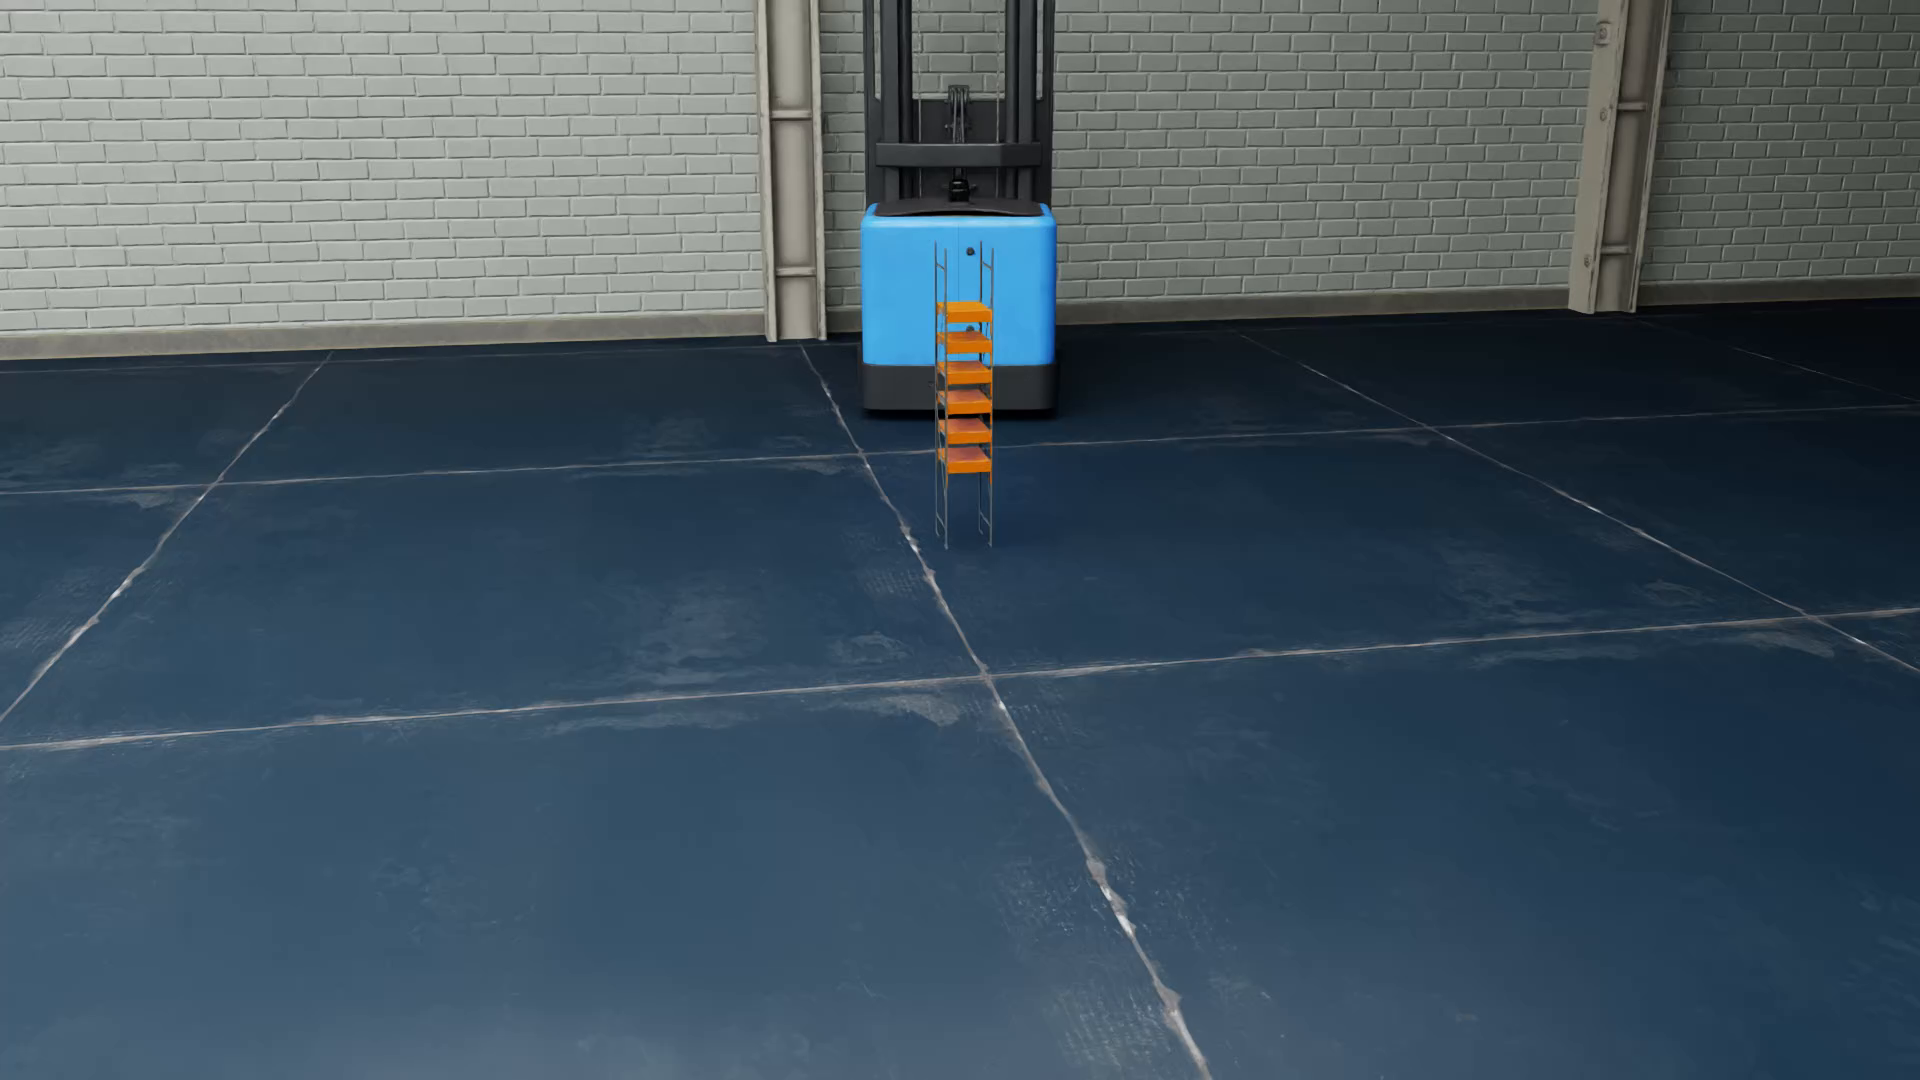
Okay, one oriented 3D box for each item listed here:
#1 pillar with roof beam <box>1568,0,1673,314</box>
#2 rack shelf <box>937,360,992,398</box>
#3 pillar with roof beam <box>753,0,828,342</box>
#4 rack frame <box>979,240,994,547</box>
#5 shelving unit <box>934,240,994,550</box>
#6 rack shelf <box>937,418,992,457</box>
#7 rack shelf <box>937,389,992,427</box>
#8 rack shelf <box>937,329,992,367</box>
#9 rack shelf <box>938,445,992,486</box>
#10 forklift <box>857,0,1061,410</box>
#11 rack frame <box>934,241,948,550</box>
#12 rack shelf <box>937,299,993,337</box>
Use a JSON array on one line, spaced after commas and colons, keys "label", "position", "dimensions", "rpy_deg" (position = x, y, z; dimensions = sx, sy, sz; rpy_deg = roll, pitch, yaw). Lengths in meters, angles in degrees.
[{"label": "pillar with roof beam", "position": [5.592, -4.775, 7.033], "dimensions": [0.400, 9.000, 9.100], "rpy_deg": [-3, 17, -10]}, {"label": "rack shelf", "position": [0.014, -0.647, 6.616], "dimensions": [0.180, 0.103, 0.258], "rpy_deg": [-3, 17, -10]}, {"label": "pillar with roof beam", "position": [-0.299, -4.441, 5.945], "dimensions": [0.400, 9.000, 9.100], "rpy_deg": [-3, 17, -10]}, {"label": "rack frame", "position": [0.104, -0.579, 6.655], "dimensions": [0.006, 1.200, 0.240], "rpy_deg": [-3, 17, -10]}, {"label": "shelving unit", "position": [0.014, -0.574, 6.638], "dimensions": [0.189, 1.200, 0.258], "rpy_deg": [-3, 17, -10]}, {"label": "rack shelf", "position": [0.014, -0.417, 6.687], "dimensions": [0.180, 0.103, 0.258], "rpy_deg": [-3, 17, -10]}, {"label": "rack shelf", "position": [0.014, -0.532, 6.651], "dimensions": [0.180, 0.103, 0.258], "rpy_deg": [-3, 17, -10]}, {"label": "rack shelf", "position": [0.014, -0.761, 6.581], "dimensions": [0.180, 0.103, 0.258], "rpy_deg": [-3, 17, -10]}, {"label": "rack shelf", "position": [0.014, -0.302, 6.722], "dimensions": [0.180, 0.103, 0.258], "rpy_deg": [-3, 17, -10]}, {"label": "forklift", "position": [-0.009, -2.467, 9.852], "dimensions": [1.130, 2.935, 3.031], "rpy_deg": [0, 17, 0]}, {"label": "rack frame", "position": [-0.076, -0.569, 6.622], "dimensions": [0.006, 1.200, 0.240], "rpy_deg": [-3, 17, -10]}, {"label": "rack shelf", "position": [0.014, -0.876, 6.546], "dimensions": [0.180, 0.103, 0.258], "rpy_deg": [-3, 17, -10]}]
